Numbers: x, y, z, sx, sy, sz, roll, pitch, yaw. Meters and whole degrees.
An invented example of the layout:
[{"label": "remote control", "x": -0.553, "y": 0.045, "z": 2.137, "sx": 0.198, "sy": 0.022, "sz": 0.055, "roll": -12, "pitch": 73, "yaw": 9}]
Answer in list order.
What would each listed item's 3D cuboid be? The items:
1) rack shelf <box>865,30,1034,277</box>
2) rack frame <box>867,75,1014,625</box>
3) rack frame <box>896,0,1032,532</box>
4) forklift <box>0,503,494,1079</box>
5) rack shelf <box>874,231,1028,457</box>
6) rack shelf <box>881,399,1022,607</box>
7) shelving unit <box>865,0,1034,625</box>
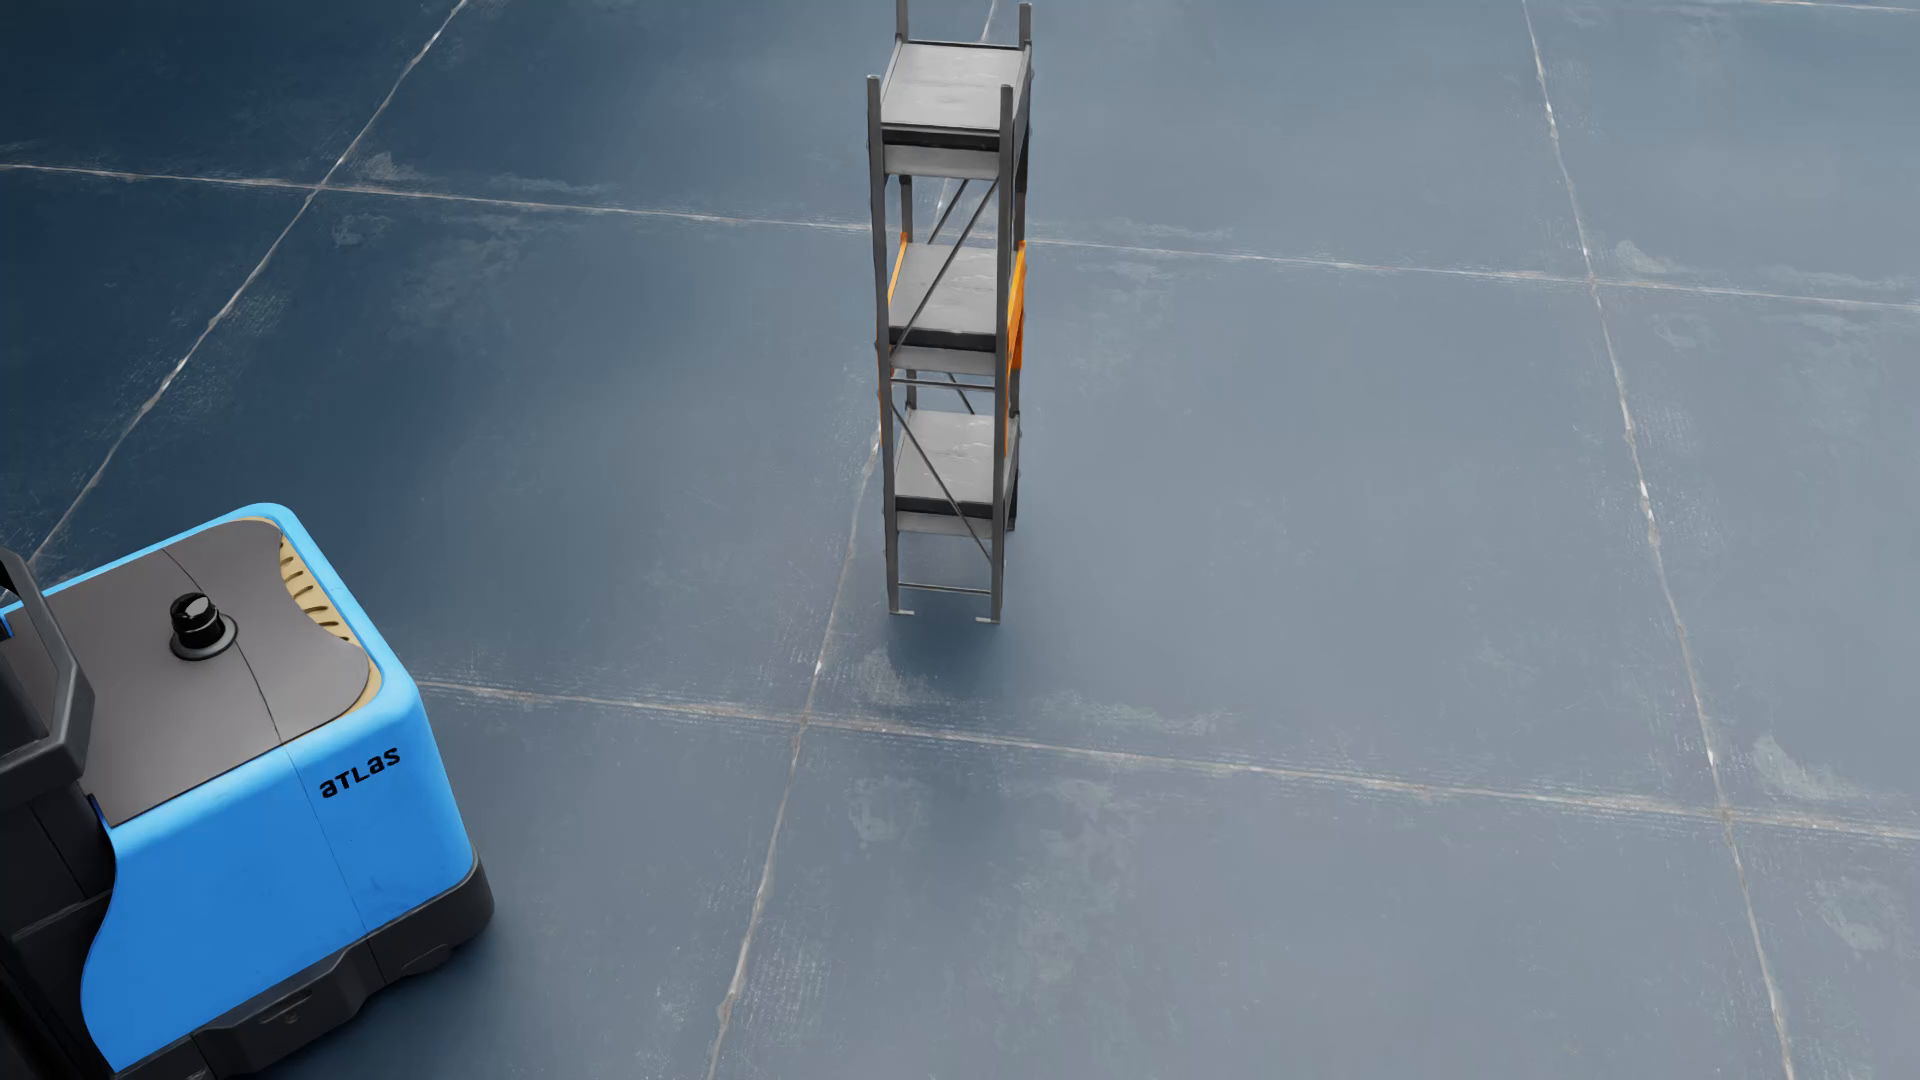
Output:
[{"label": "rack shelf", "x": -0.022, "y": -1.148, "z": 4.937, "sx": 0.431, "sy": 0.518, "sz": 0.480, "roll": 5, "pitch": 44, "yaw": 6}, {"label": "rack frame", "x": -0.054, "y": -0.483, "z": 5.233, "sx": 0.400, "sy": 2.100, "sz": 0.015, "roll": 5, "pitch": 44, "yaw": 6}, {"label": "rack frame", "x": 0.010, "y": -0.816, "z": 5.585, "sx": 0.400, "sy": 2.100, "sz": 0.015, "roll": 5, "pitch": 44, "yaw": 6}, {"label": "forklift", "x": -2.870, "y": 0.464, "z": 3.628, "sx": 3.031, "sy": 2.935, "sz": 1.130, "roll": -28, "pitch": 50, "yaw": -26}, {"label": "rack shelf", "x": -0.022, "y": -0.640, "z": 5.418, "sx": 0.431, "sy": 0.518, "sz": 0.480, "roll": 5, "pitch": 44, "yaw": 6}, {"label": "rack shelf", "x": -0.022, "y": -0.131, "z": 5.900, "sx": 0.431, "sy": 0.518, "sz": 0.480, "roll": 5, "pitch": 44, "yaw": 6}, {"label": "shelving unit", "x": -0.022, "y": -0.650, "z": 5.409, "sx": 0.431, "sy": 2.100, "sz": 0.503, "roll": 5, "pitch": 44, "yaw": 6}]
